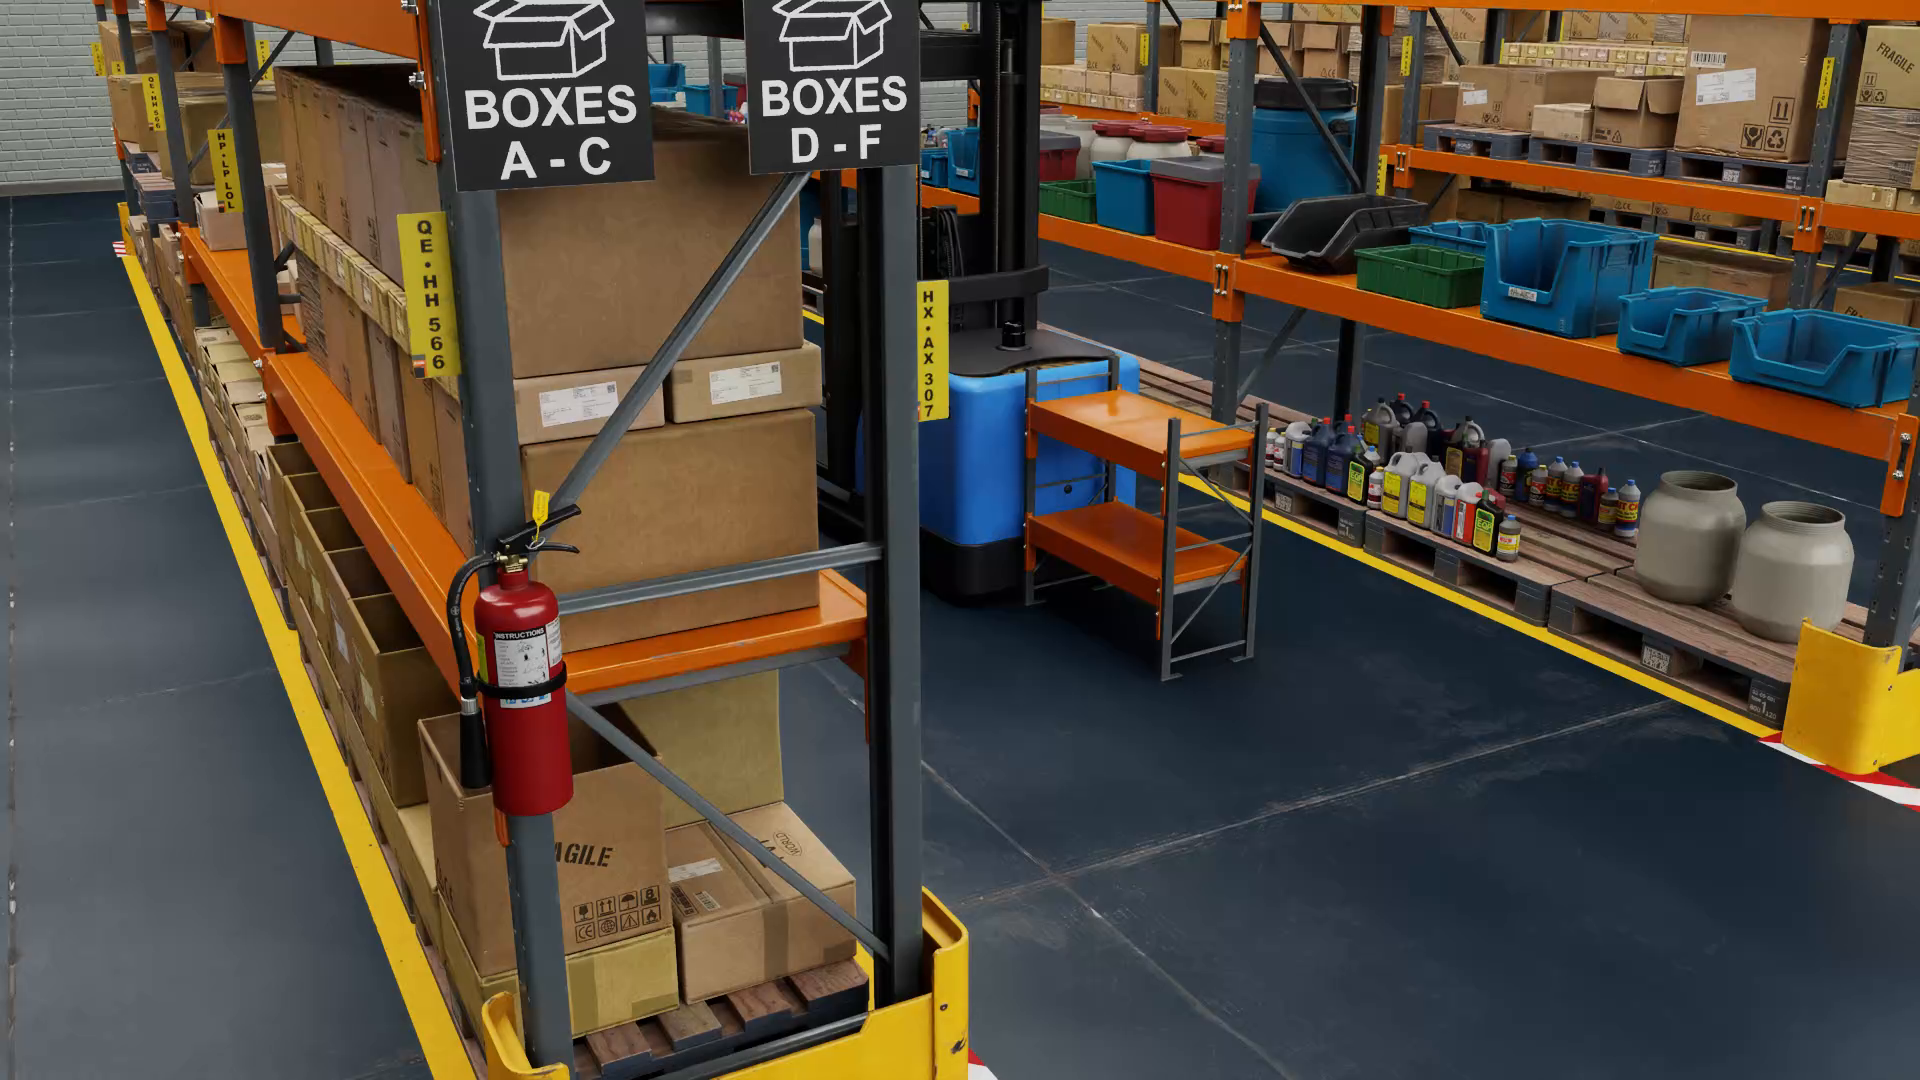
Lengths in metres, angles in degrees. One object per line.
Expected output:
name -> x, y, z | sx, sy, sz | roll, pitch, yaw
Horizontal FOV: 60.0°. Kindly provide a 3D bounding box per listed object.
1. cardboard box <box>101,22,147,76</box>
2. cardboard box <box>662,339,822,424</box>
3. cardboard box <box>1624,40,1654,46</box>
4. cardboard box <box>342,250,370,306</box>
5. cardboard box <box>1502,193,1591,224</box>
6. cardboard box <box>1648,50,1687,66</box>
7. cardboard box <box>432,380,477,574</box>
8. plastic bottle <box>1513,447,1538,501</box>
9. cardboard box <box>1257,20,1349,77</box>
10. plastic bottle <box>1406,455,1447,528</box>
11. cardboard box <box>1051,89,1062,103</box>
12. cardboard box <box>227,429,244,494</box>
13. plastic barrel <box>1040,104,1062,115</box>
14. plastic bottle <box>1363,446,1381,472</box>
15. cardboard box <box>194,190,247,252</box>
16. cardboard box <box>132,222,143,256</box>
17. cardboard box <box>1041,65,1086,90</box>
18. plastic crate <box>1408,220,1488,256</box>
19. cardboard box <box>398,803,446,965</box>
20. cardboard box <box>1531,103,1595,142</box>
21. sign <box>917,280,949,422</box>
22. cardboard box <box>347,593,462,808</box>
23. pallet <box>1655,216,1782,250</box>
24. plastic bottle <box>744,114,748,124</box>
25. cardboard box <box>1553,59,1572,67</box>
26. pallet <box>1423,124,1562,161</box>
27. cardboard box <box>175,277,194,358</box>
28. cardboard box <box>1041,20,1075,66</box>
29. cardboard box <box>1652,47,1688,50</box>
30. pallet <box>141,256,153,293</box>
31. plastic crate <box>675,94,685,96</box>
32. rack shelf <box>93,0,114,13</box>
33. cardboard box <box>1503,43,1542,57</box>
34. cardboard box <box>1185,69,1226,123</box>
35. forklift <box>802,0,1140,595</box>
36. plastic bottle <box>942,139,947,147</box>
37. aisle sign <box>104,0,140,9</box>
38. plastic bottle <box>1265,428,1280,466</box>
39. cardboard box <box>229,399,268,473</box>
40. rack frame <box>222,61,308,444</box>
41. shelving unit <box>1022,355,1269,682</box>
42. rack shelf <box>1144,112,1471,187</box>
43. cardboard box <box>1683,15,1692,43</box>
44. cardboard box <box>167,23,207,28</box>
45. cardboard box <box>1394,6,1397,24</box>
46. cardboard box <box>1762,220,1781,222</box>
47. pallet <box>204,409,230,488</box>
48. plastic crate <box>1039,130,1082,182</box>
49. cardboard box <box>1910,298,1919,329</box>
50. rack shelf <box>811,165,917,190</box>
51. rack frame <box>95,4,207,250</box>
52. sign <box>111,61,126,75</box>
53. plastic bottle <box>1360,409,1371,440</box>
cardboard box -> -7.927, -4.700, 15.968 | 0.500, 0.500, 0.500 | -10, 21, -26
cardboard box -> -0.560, -0.404, 4.056 | 0.380, 0.149, 0.250 | -10, 21, -27
cardboard box -> 9.999, -7.000, 24.165 | 0.500, 0.500, 0.500 | -9, 21, -25
cardboard box -> -1.767, -0.855, 5.363 | 0.380, 0.149, 0.250 | -10, 21, -27
cardboard box -> 4.963, -2.777, 14.088 | 0.500, 0.250, 0.500 | -7, 20, -21
cardboard box -> 7.654, -5.198, 17.926 | 0.380, 0.149, 0.250 | -10, 21, -27
cardboard box -> -1.027, -0.238, 4.568 | 0.700, 0.500, 0.500 | -9, 21, -25
plastic bottle -> 2.905, -0.343, 8.534 | 0.097, 0.271, 0.097 | 0, 19, 0
cardboard box -> 3.394, -4.847, 16.388 | 0.797, 0.503, 0.637 | -9, 21, -25
plastic bottle -> 2.296, -0.249, 8.141 | 0.144, 0.351, 0.185 | -9, 21, -24
cardboard box -> 1.295, -5.243, 19.611 | 0.380, 0.149, 0.250 | -10, 21, -26
cardboard box -> -3.637, -0.464, 8.949 | 0.500, 0.250, 0.500 | -10, 21, -26
plastic barrel -> 0.486, -2.945, 12.359 | 0.600, 0.536, 0.708 | -10, 21, -27
plastic bottle -> 2.109, -0.350, 8.556 | 0.097, 0.271, 0.097 | 0, 19, 0
cardboard box -> -4.108, -1.872, 9.594 | 0.500, 0.311, 0.500 | -10, 22, -27
cardboard box -> -7.677, -2.918, 16.031 | 0.500, 0.250, 0.500 | -10, 21, -27
cardboard box -> 1.290, -5.479, 19.685 | 0.500, 0.250, 0.500 | -10, 22, -28
plastic crate -> 2.663, -1.473, 8.529 | 0.499, 0.251, 0.616 | -10, 21, -27
cardboard box -> -1.326, 0.947, 4.860 | 0.500, 0.250, 0.500 | -10, 21, -27
cardboard box -> 4.951, -3.345, 13.313 | 0.500, 0.250, 0.500 | -11, 22, -28
sign -> -0.072, -0.435, 3.845 | 0.100, 0.325, 0.005 | -10, 21, -27
cardboard box -> -1.567, 0.450, 5.151 | 0.500, 0.500, 0.500 | -10, 21, -27
pallet -> 8.401, -3.380, 18.103 | 1.003, 0.211, 1.213 | -10, 21, -27
plastic bottle -> -1.921, -3.787, 15.204 | 0.097, 0.271, 0.097 | 0, 19, 0
cardboard box -> 7.026, -5.435, 19.069 | 0.380, 0.149, 0.250 | -11, 22, -29
pallet -> 4.790, -3.455, 14.341 | 1.213, 0.211, 1.003 | -10, 21, -27
cardboard box -> -5.258, -1.608, 11.850 | 0.500, 0.500, 0.500 | -11, 22, -29
cardboard box -> 1.038, -5.984, 19.999 | 0.500, 0.500, 0.500 | -11, 22, -28
cardboard box -> 7.981, -5.446, 18.646 | 0.380, 0.149, 0.250 | -10, 22, -27
pallet -> -7.170, -2.579, 15.781 | 1.003, 0.211, 1.213 | -10, 21, -27
plastic crate -> -3.128, -4.876, 18.475 | 0.396, 0.136, 0.243 | -10, 21, -27
rack shelf -> -7.211, -5.001, 15.030 | 1.077, 0.370, 4.000 | -10, 21, -27
cardboard box -> 6.654, -5.798, 19.666 | 0.380, 0.149, 0.250 | -9, 21, -24
cardboard box -> 2.696, -4.615, 17.253 | 0.500, 0.500, 0.500 | -10, 21, -27
forklift -> -0.328, -1.561, 8.662 | 1.130, 2.935, 3.031 | -11, 22, -30
plastic bottle -> -0.056, -3.059, 13.088 | 0.152, 0.276, 0.135 | -10, 21, -27
aisle sign -> -8.452, -5.700, 16.567 | 0.394, 0.787, 0.004 | -10, 21, -27
plastic bottle -> 1.712, -0.515, 9.142 | 0.097, 0.201, 0.097 | 0, 19, 0
cardboard box -> -3.395, -0.580, 8.426 | 0.500, 0.311, 0.500 | -10, 21, -27
rack frame -> -2.463, -1.053, 7.083 | 1.000, 3.000, 0.127 | -10, 21, -27
shelving unit -> 0.777, -0.130, 7.282 | 0.538, 1.125, 1.048 | -11, 22, -30
rack shelf -> 3.408, -3.968, 16.636 | 1.077, 0.370, 4.000 | -10, 21, -27
cardboard box -> 10.479, -7.177, 23.146 | 0.500, 0.500, 0.500 | -10, 22, -27
cardboard box -> -7.217, -4.639, 15.791 | 0.500, 0.500, 0.500 | -9, 21, -25
cardboard box -> 5.669, -6.818, 21.650 | 0.500, 0.500, 0.500 | -11, 22, -28
cardboard box -> 8.660, -3.733, 18.039 | 0.500, 0.500, 0.500 | -11, 22, -29
pallet -> -4.005, -0.640, 10.163 | 1.003, 0.211, 1.213 | -10, 21, -27
plastic crate -> 0.497, -2.486, 11.139 | 0.402, 0.464, 0.583 | -10, 21, -27
cardboard box -> 6.691, -1.319, 11.042 | 0.500, 0.500, 0.500 | -3, 19, -9
rack shelf -> -0.951, -3.201, 14.412 | 1.077, 0.370, 4.000 | -10, 21, -27
rack frame -> -8.161, -4.497, 17.066 | 1.000, 3.000, 0.127 | -10, 21, -27
sign -> -6.735, -3.672, 13.347 | 0.100, 0.325, 0.005 | -10, 21, -27
plastic bottle -> 2.345, -0.648, 9.526 | 0.097, 0.201, 0.097 | 0, 19, 0
